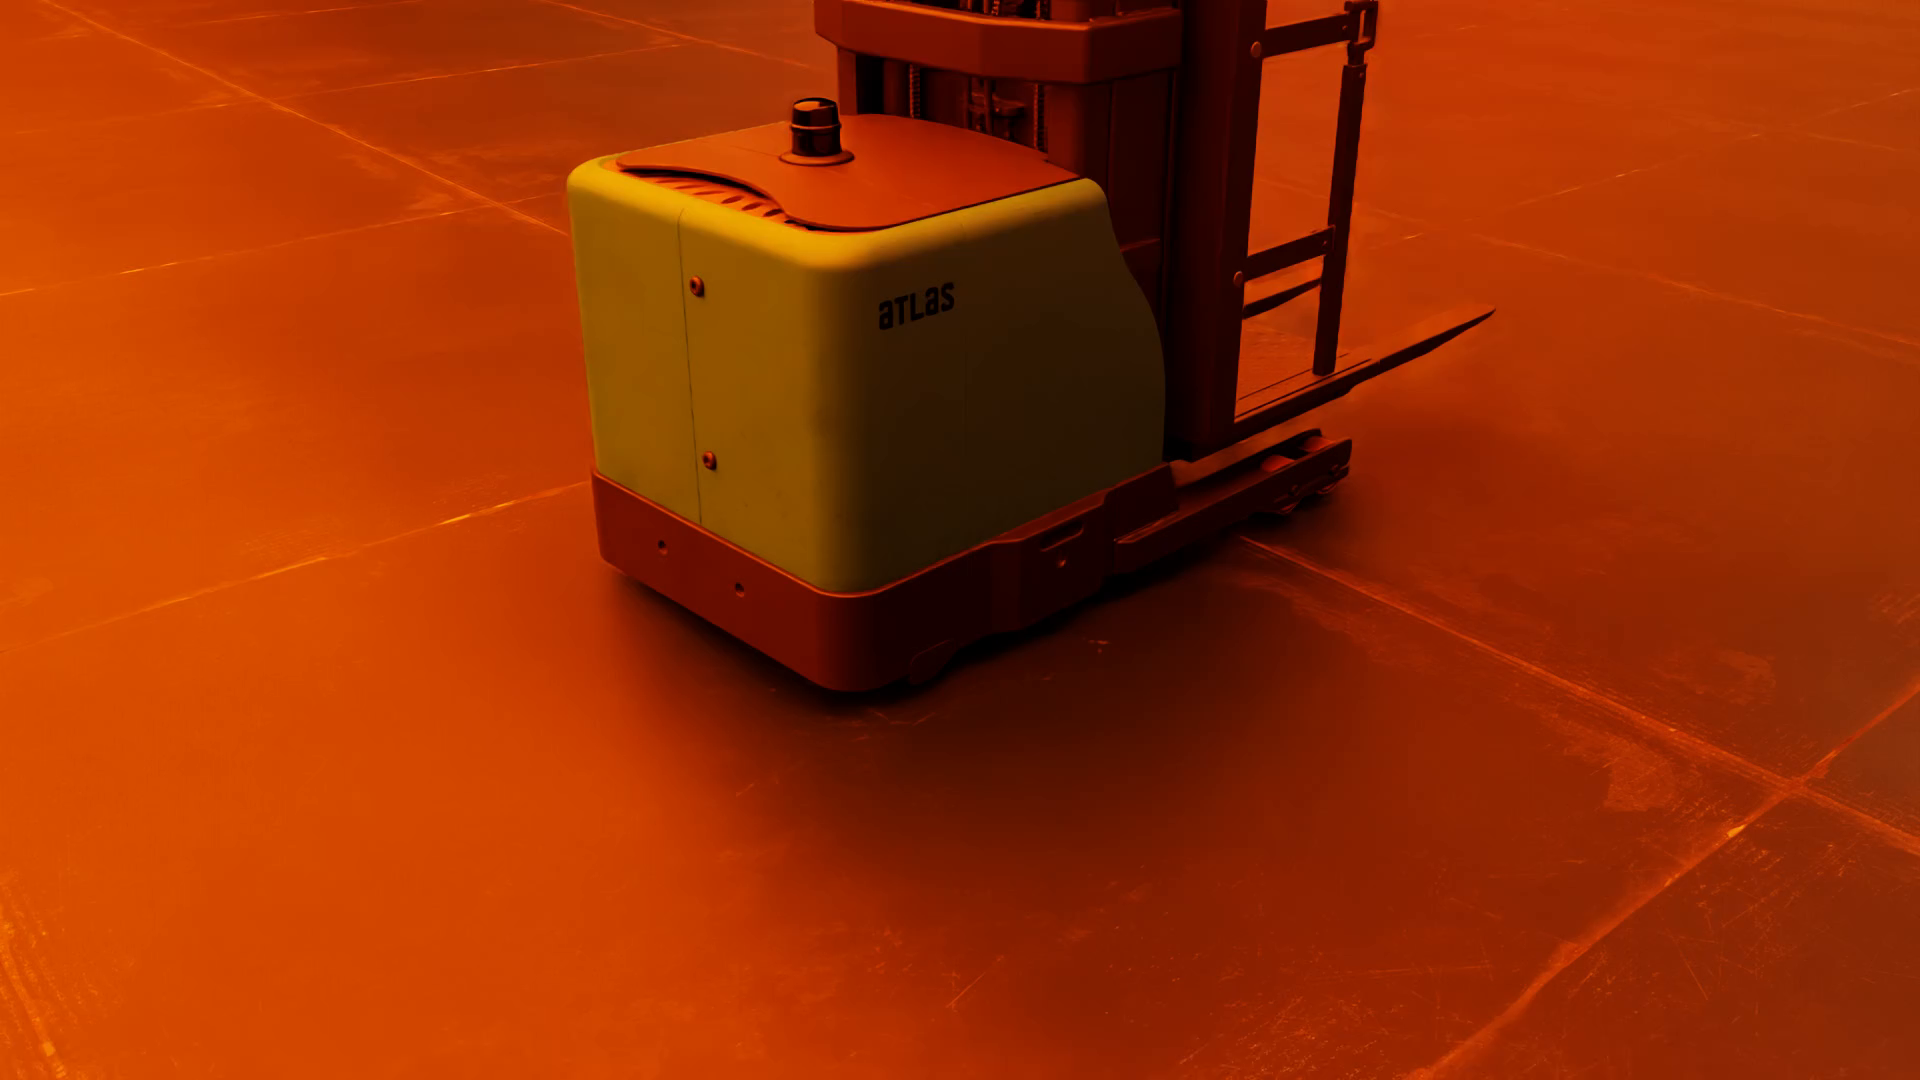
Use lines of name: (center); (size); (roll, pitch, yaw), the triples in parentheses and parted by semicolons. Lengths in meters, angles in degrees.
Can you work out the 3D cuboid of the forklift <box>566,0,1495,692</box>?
forklift: (0.477, -1.529, 4.286); (3.031, 2.935, 1.130); (-23, 35, -39)
